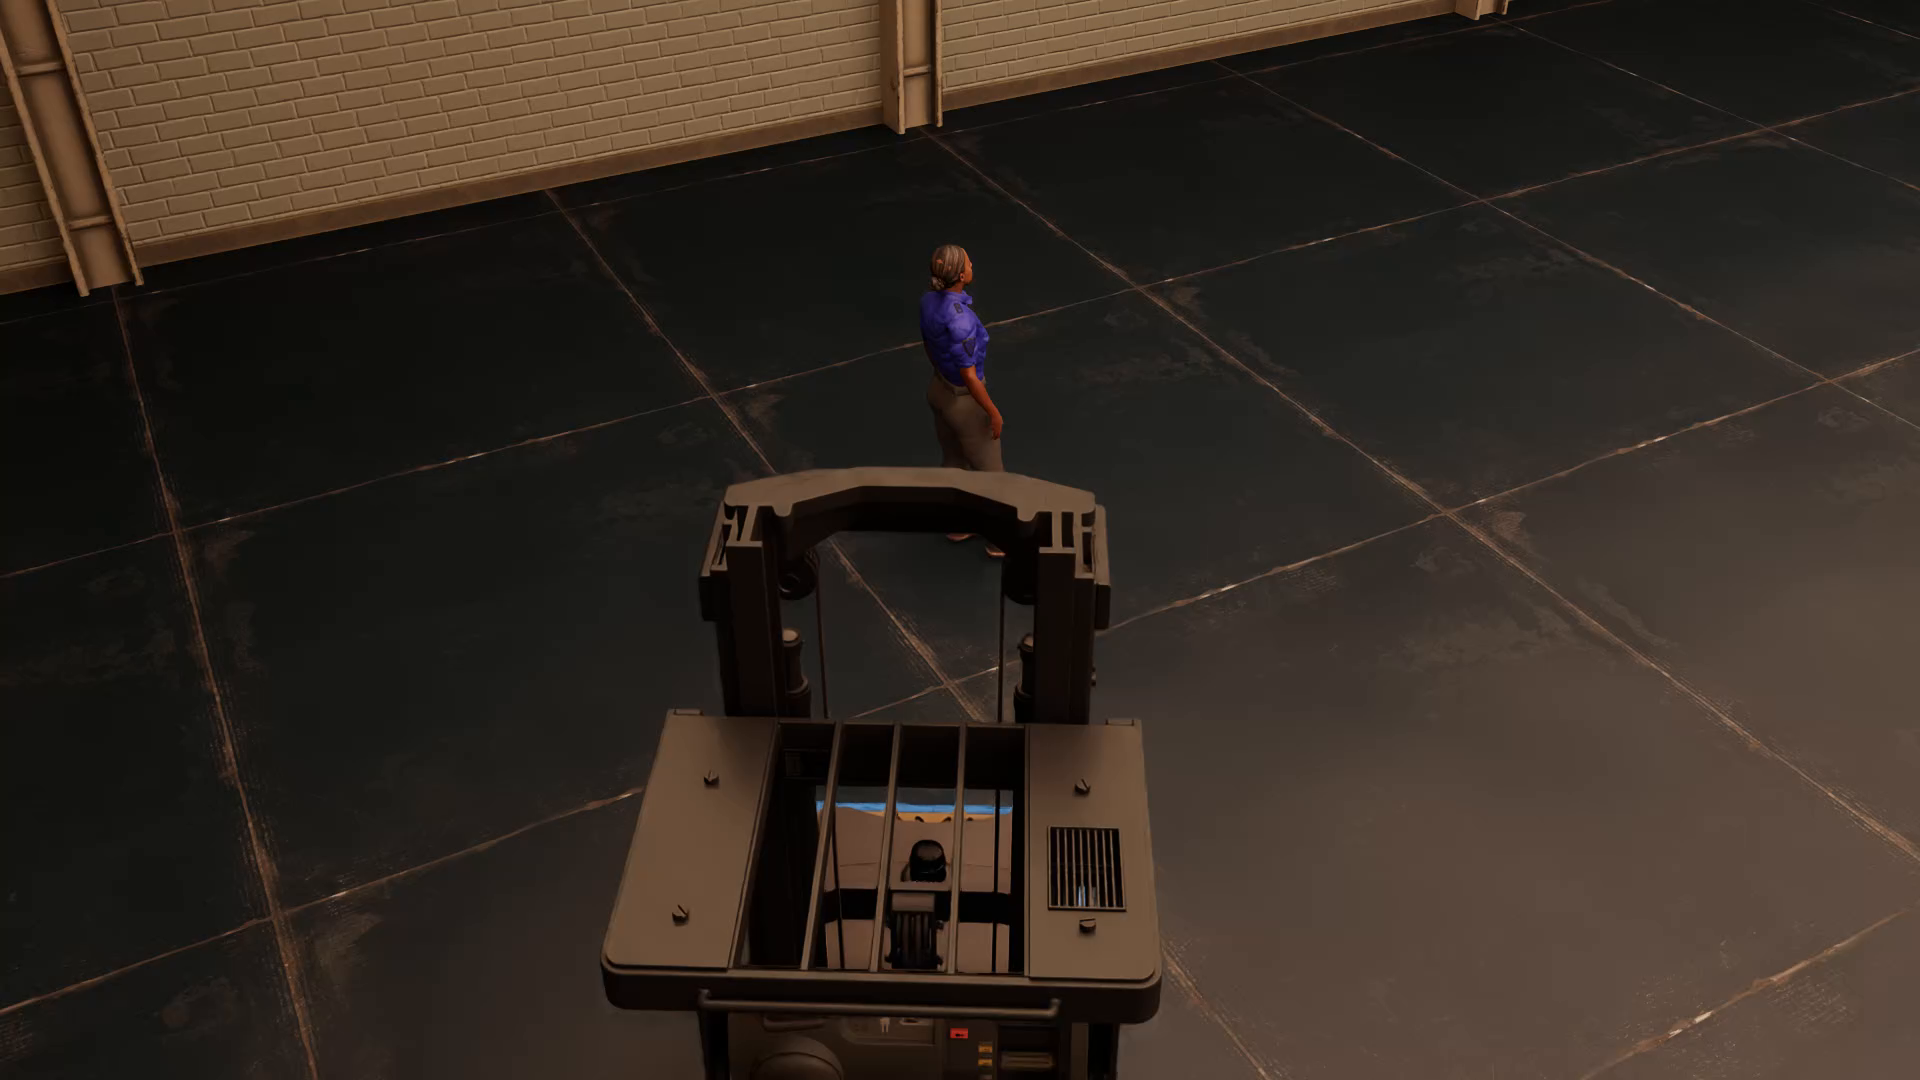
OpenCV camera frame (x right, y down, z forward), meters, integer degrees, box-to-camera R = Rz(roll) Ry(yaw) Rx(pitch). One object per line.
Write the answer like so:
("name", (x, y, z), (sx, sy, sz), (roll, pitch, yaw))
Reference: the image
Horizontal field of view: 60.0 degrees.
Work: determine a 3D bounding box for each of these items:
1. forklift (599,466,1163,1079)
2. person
("forklift", (-0.140, 1.409, 4.129), (1.130, 2.935, 3.031), (1, 35, 2))
("person", (0.087, -0.695, 8.200), (0.504, 1.654, 0.569), (-17, 39, -23))
